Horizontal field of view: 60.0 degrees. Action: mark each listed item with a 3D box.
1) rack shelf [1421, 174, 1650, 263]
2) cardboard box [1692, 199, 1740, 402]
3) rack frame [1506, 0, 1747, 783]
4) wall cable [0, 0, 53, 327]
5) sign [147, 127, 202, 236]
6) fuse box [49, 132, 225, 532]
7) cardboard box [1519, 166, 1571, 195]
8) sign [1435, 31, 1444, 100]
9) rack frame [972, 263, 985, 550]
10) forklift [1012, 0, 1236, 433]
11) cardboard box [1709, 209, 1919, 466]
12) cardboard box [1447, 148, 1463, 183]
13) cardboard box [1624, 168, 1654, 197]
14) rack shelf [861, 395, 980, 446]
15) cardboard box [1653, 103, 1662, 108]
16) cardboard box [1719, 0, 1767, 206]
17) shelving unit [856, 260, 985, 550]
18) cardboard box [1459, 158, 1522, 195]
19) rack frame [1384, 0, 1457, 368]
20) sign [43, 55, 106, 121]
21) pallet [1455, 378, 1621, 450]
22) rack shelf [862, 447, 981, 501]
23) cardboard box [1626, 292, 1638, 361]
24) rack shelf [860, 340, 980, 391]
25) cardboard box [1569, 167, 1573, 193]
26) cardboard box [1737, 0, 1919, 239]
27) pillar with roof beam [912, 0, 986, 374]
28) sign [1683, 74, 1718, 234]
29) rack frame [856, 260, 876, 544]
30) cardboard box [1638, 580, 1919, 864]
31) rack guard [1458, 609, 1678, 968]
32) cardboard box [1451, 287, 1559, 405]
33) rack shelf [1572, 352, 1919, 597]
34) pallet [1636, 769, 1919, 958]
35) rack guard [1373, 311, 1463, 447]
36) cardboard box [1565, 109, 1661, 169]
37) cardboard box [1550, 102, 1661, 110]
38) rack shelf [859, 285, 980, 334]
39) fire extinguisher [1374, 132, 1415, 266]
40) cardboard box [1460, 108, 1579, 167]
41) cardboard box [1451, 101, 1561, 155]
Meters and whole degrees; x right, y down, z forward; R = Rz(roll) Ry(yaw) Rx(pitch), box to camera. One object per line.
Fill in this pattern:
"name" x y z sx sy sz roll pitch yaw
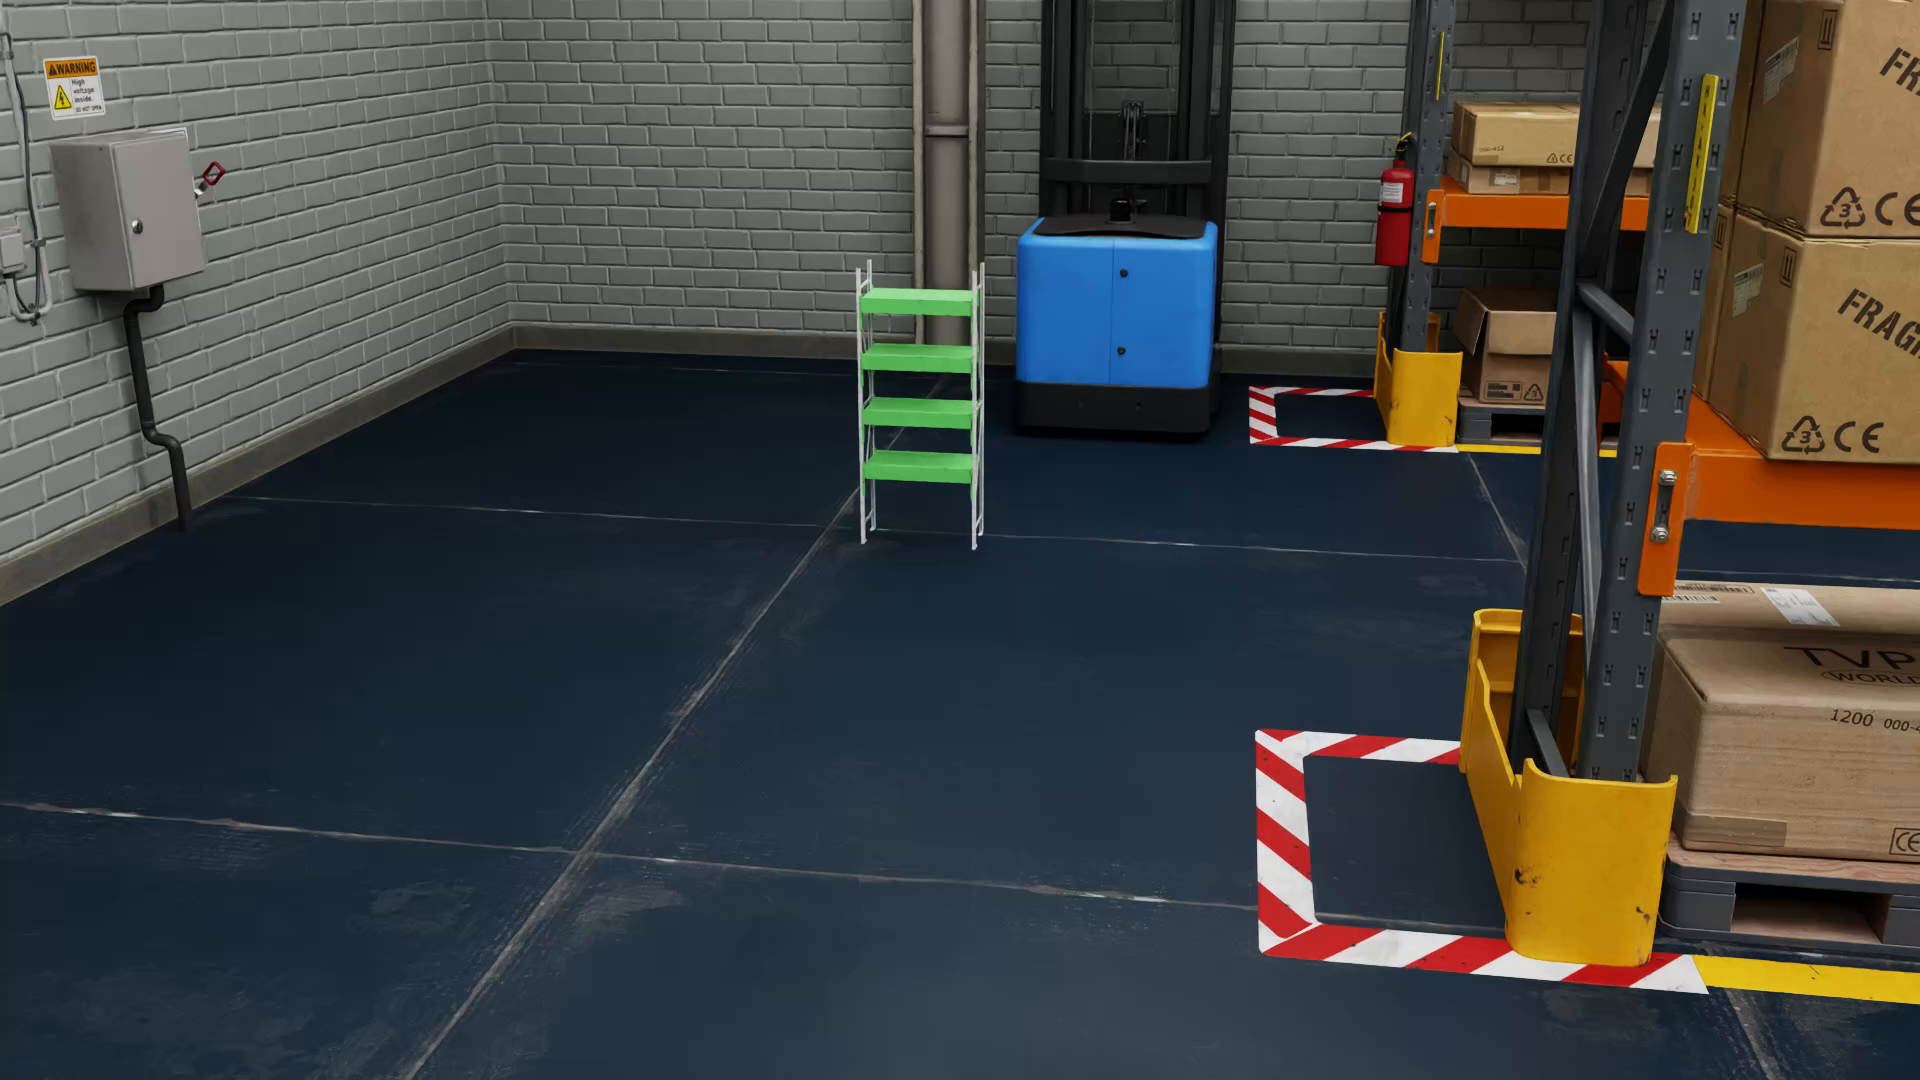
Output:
"rack shelf" 4.429 -1.661 8.674 4.000 0.370 1.077 3 19 9
"cardboard box" 2.189 -0.654 4.372 0.500 0.500 0.500 3 19 9
"rack frame" 1.671 -0.548 4.212 0.127 3.000 1.000 3 19 9
"wall cable" -3.687 -1.751 6.207 0.122 1.984 0.588 3 19 9
"sign" -3.549 -1.595 7.492 0.001 0.494 0.329 3 19 9
"fuse box" -3.423 -0.864 7.188 0.414 1.711 0.539 3 19 9
"cardboard box" 2.994 -1.883 8.599 0.250 0.149 0.380 3 19 10
"sign" 2.369 -2.343 8.215 0.005 0.325 0.100 3 19 9
"rack frame" 0.077 -0.565 7.101 0.015 1.200 0.240 3 19 9
"forklift" 1.045 -2.381 9.800 1.130 2.935 3.031 3 19 9
"cardboard box" 2.099 -0.481 3.855 0.500 0.500 0.500 3 19 8
"cardboard box" 2.824 -2.051 9.102 0.250 0.149 0.380 3 19 8
"cardboard box" 3.499 -1.849 8.497 0.250 0.149 0.380 4 19 10
"rack shelf" -0.163 -0.517 7.158 0.480 0.148 0.258 3 19 9
"cardboard box" 3.948 -2.180 8.859 0.500 0.250 0.500 4 19 10
"cardboard box" 2.185 -1.119 4.188 0.500 0.500 0.500 4 19 10
"shelving unit" -0.163 -0.577 7.138 0.503 1.200 0.258 3 19 9
"cardboard box" 2.736 -1.881 8.594 0.250 0.149 0.380 3 19 8
"rack frame" 2.455 -2.103 8.860 0.127 3.000 1.000 3 19 9
"sign" -3.636 -1.860 6.832 0.001 0.242 0.339 3 19 9
"pallet" 3.317 -0.737 9.172 1.213 0.211 1.003 3 19 9
"rack shelf" -0.163 -0.289 7.234 0.480 0.148 0.258 3 19 9
"cardboard box" 3.881 -1.001 8.845 0.500 0.500 0.700 4 19 11
"rack shelf" -0.163 -0.744 7.082 0.480 0.148 0.258 3 19 9
"cardboard box" 3.259 -1.881 8.592 0.250 0.149 0.380 3 19 8
"cardboard box" 2.100 -0.956 3.699 0.500 0.500 0.500 3 19 7
"pillar with roof beam" -0.747 -4.017 5.127 0.400 9.000 9.100 3 19 9
"sign" 1.577 -0.822 3.544 0.005 0.325 0.100 3 19 9
"rack frame" -0.404 -0.590 7.174 0.015 1.200 0.240 3 19 9
"cardboard box" 2.339 0.470 4.547 0.875 0.438 0.875 2 19 7
"rack guard" 1.647 0.637 4.613 0.348 0.500 1.175 3 19 9
"cardboard box" 3.044 -1.058 9.009 0.637 0.503 0.797 2 19 6
"rack shelf" 3.646 -0.106 4.026 4.000 0.370 1.077 3 19 9
"pallet" 2.473 0.791 4.608 1.213 0.211 1.003 3 19 9
"rack guard" 2.530 -0.914 9.246 0.348 0.500 1.175 3 19 9
"cardboard box" 3.358 -2.040 8.441 0.500 0.250 0.500 3 19 9
"cardboard box" 3.460 -2.206 8.938 0.500 0.250 0.500 3 19 9
"rack shelf" -0.163 -0.972 7.006 0.480 0.148 0.258 3 19 9
"fire extinguisher" 2.236 -1.752 8.521 0.183 0.674 0.296 3 19 9
"cardboard box" 2.860 -2.066 8.517 0.500 0.250 0.500 3 19 9
"cardboard box" 2.951 -2.233 9.016 0.500 0.250 0.500 3 19 10
